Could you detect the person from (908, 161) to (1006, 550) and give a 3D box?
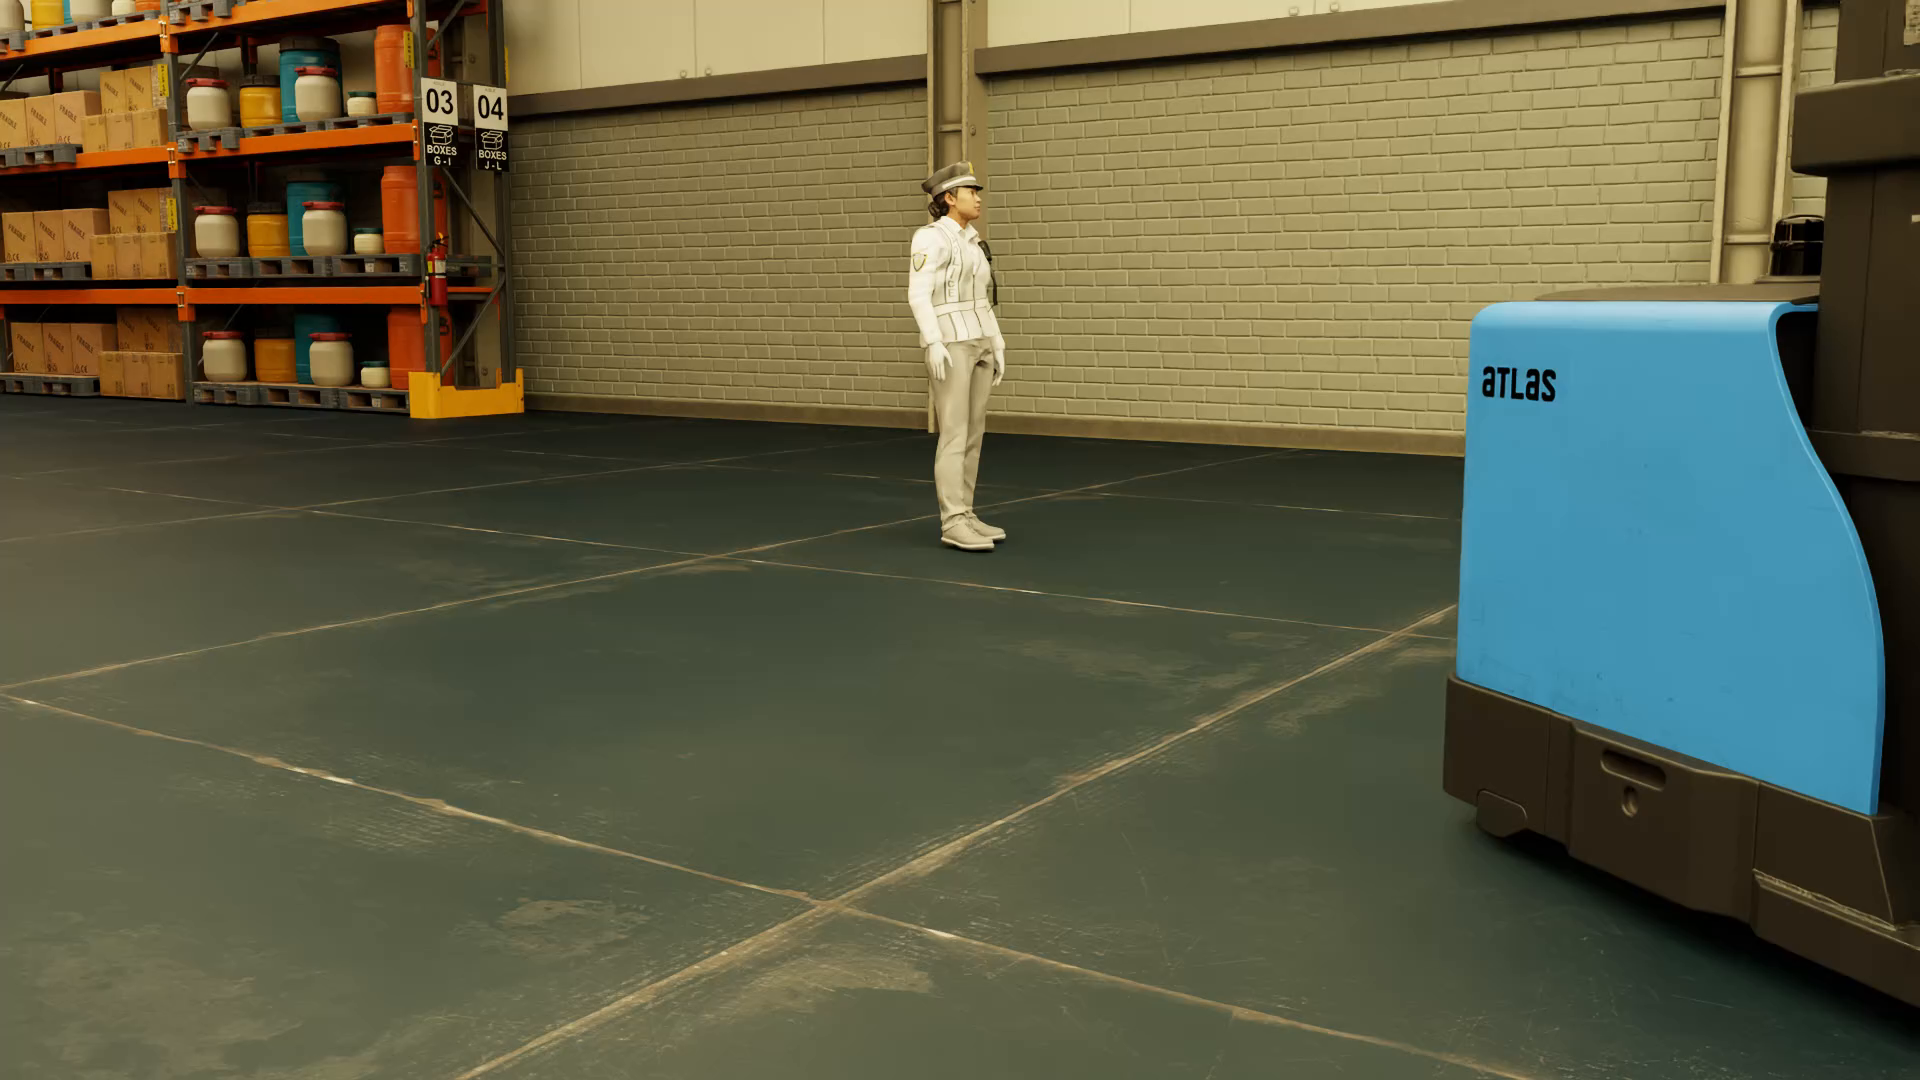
[{"bbox_3d":[0.053,-0.840,7.439,0.530,1.694,0.586,5,10,34],"label":"person"}]

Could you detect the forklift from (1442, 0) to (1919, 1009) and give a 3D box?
[{"bbox_3d":[1.998,-0.696,2.084,1.130,2.935,3.031,-3,9,-21],"label":"forklift"}]
